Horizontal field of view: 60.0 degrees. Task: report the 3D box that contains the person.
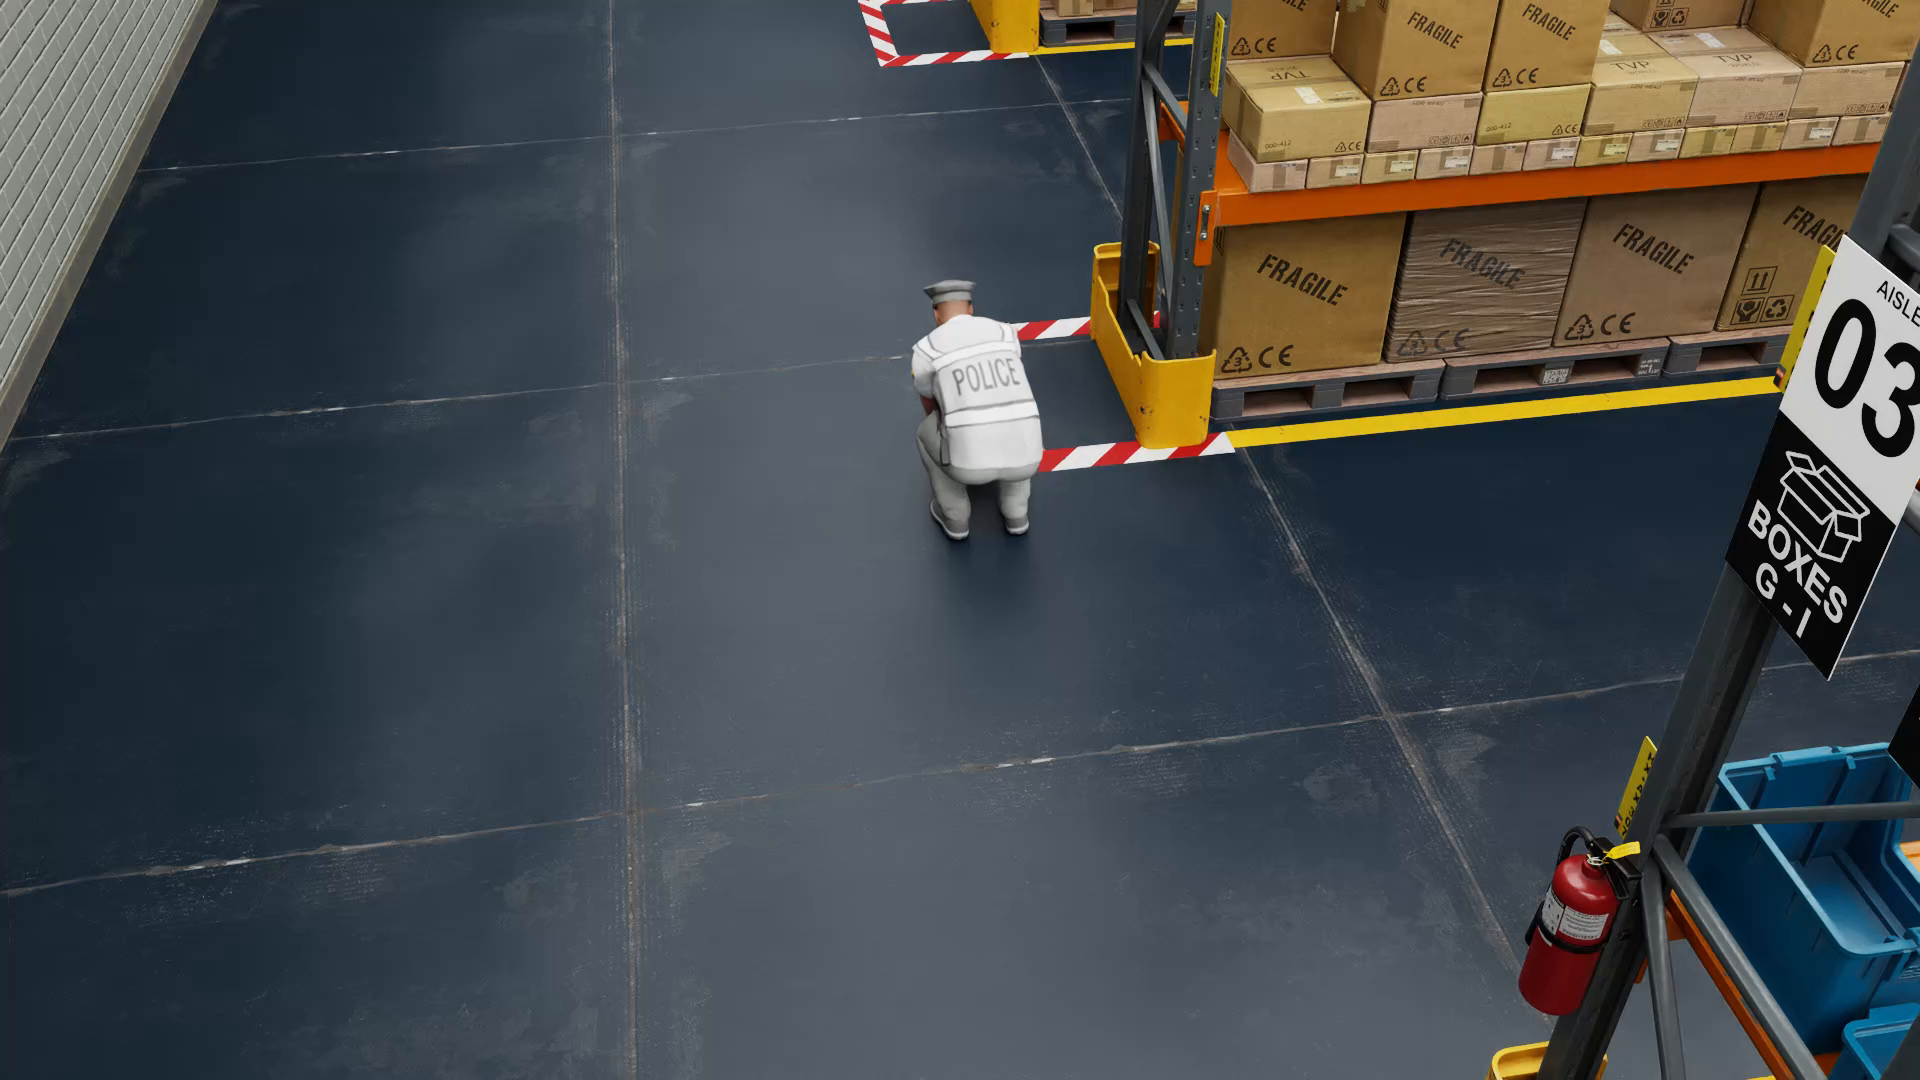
[{"bbox_3d":[0.070,-0.577,7.473,0.534,1.026,0.918,-7,39,-9],"label":"person"}]
